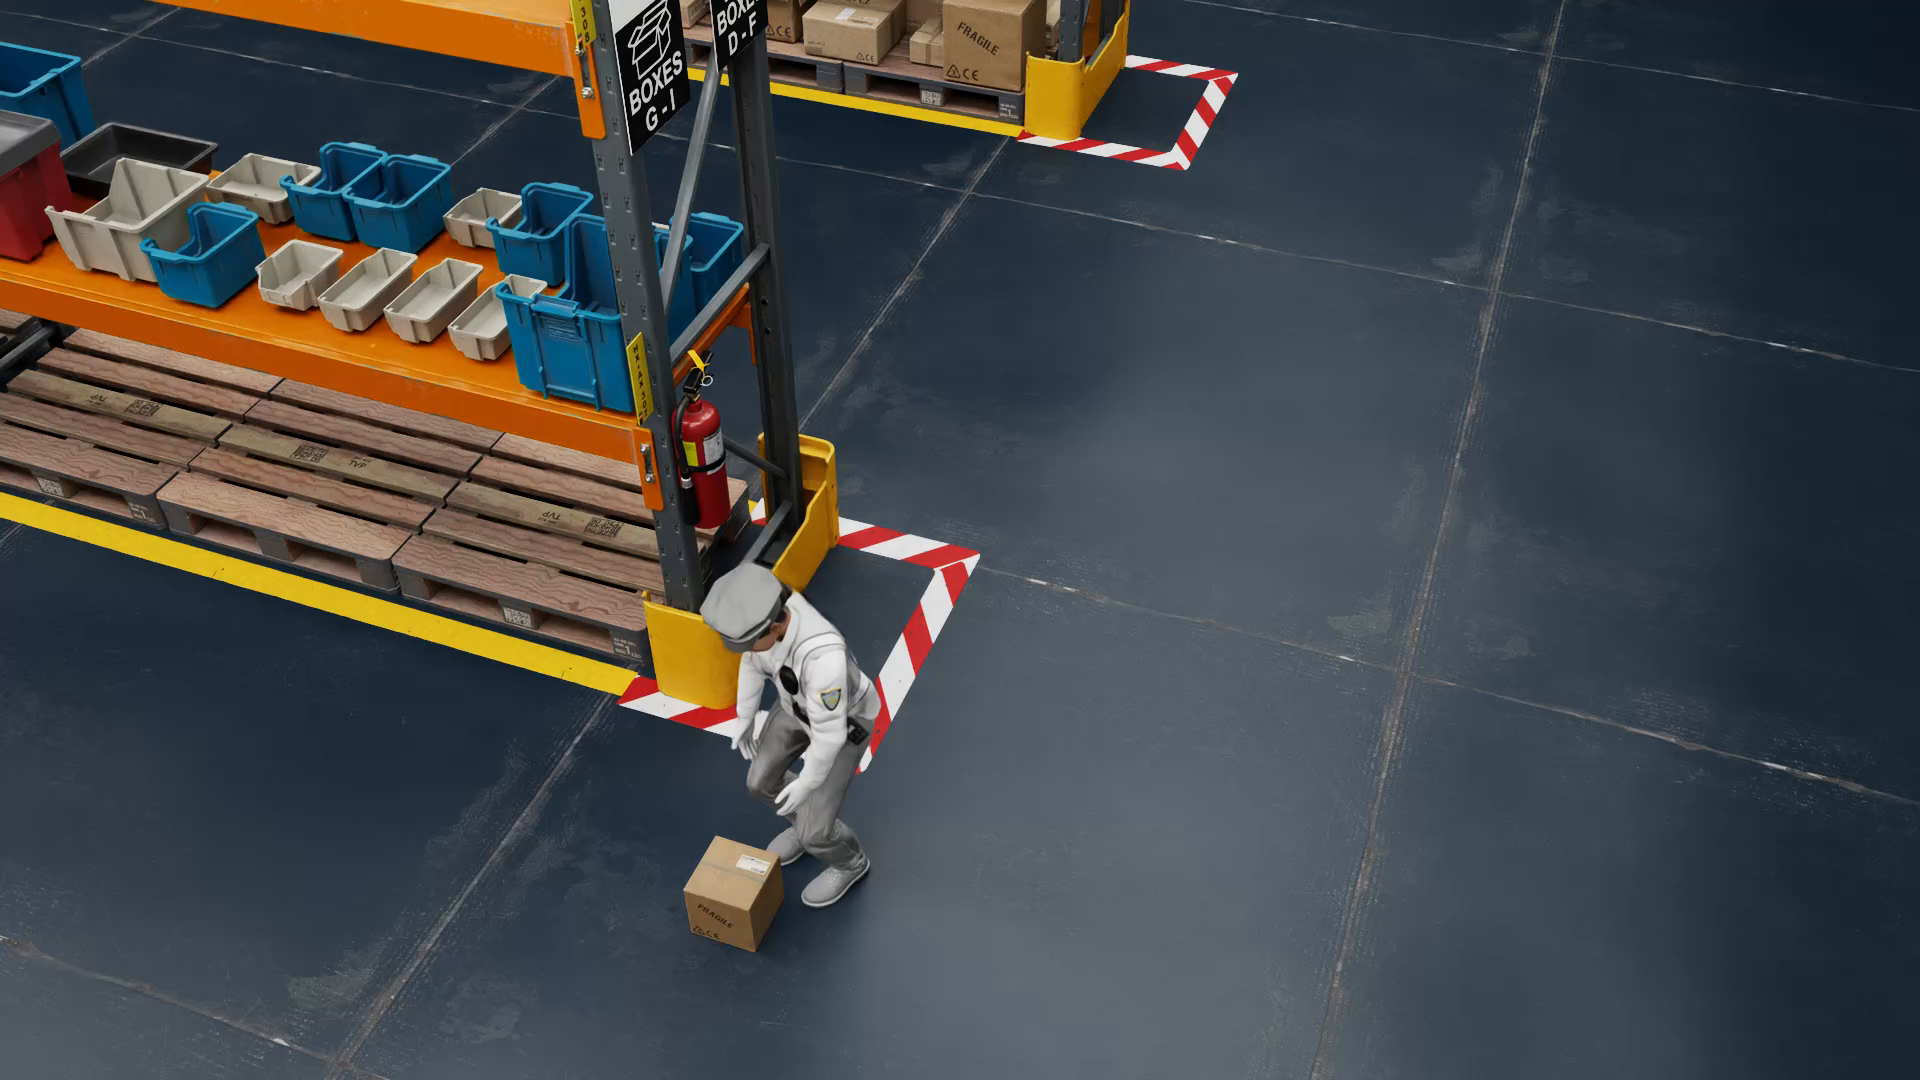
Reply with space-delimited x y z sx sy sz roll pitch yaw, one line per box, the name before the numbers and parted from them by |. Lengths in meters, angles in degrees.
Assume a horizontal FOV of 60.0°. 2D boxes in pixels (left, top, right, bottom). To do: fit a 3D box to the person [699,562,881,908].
person | -0.528 0.647 5.536 0.570 1.542 0.523 -28 49 -28
